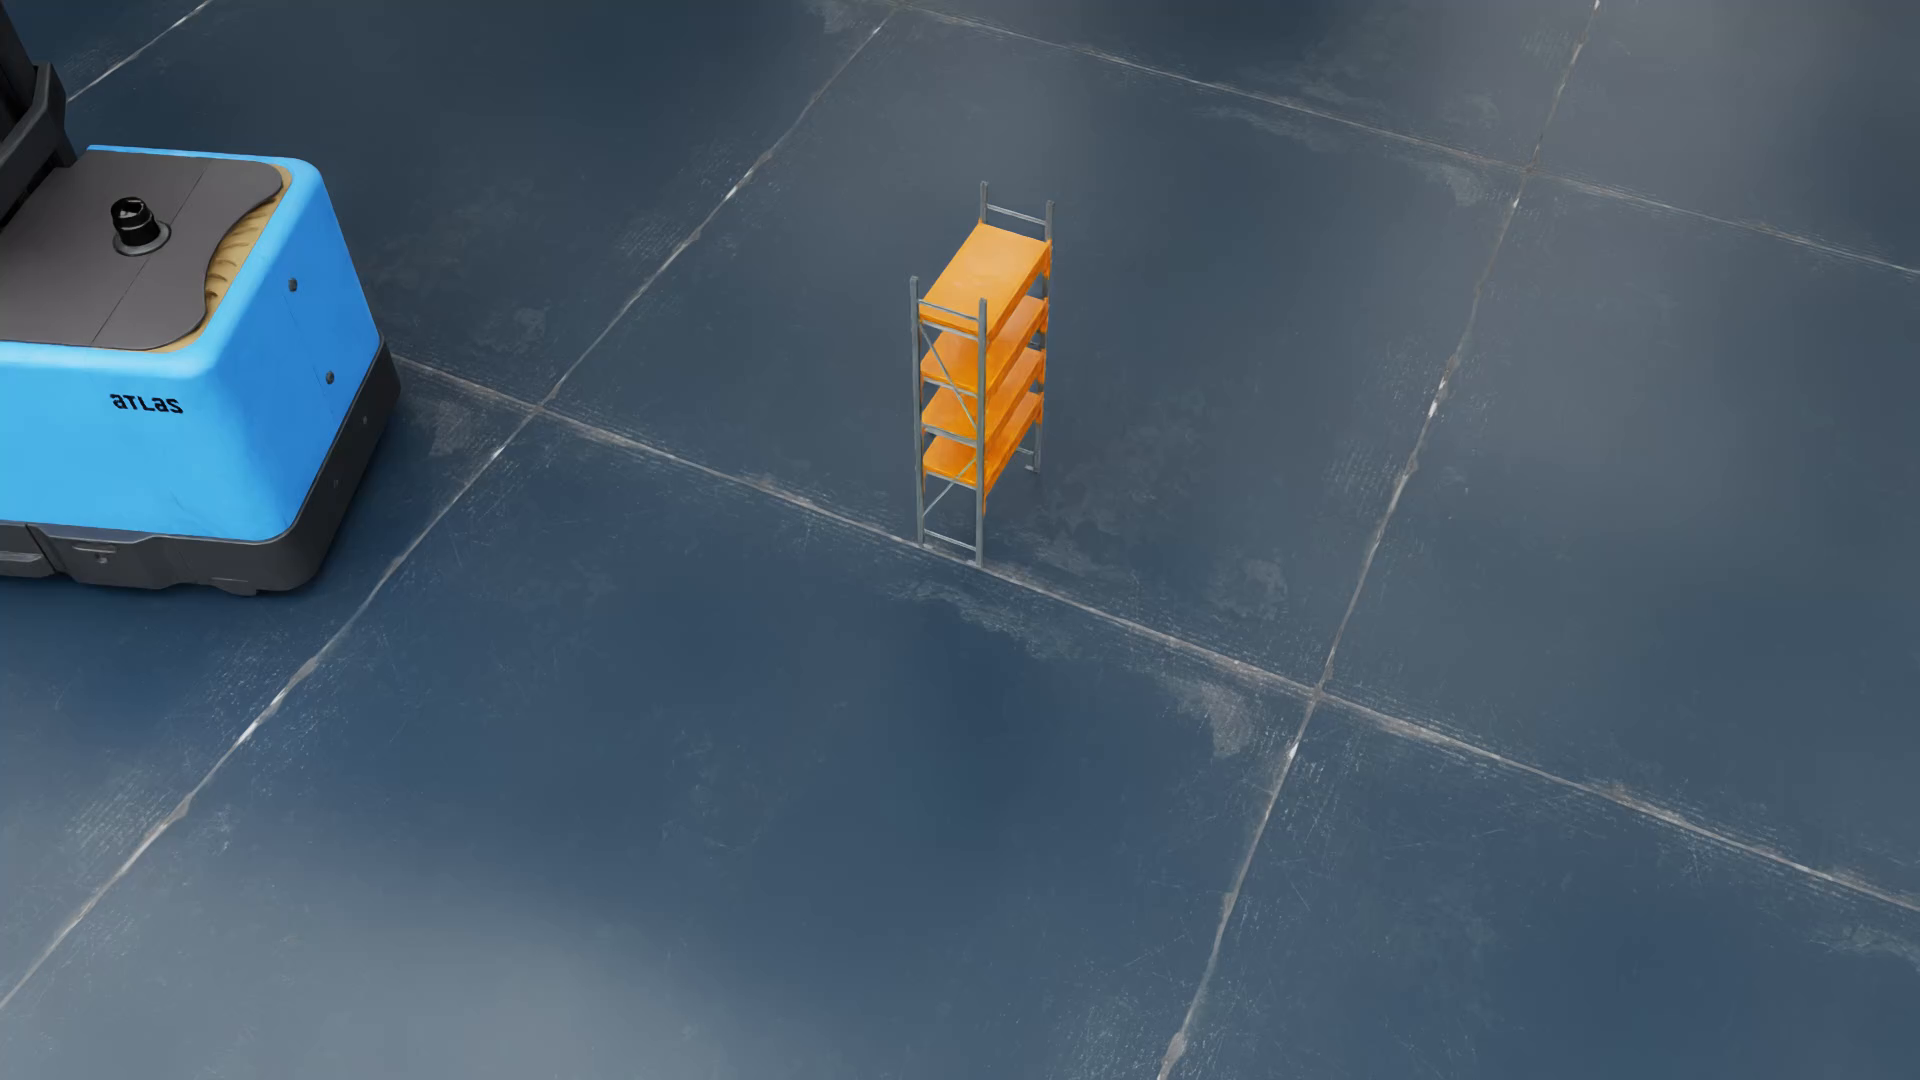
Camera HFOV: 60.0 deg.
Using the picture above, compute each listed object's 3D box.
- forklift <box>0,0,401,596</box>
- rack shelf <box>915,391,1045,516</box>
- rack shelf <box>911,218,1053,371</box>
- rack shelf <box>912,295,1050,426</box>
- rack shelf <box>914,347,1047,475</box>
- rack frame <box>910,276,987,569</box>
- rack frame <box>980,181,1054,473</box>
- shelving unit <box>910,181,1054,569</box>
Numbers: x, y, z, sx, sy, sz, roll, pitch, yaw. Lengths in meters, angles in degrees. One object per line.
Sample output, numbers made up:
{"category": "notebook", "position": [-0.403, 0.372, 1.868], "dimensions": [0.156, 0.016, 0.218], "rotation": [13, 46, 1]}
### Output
{"category": "forklift", "position": [-3.609, -1.247, 4.887], "dimensions": [3.031, 2.935, 1.130], "rotation": [5, 50, 4]}
{"category": "rack shelf", "position": [0.071, -0.331, 5.592], "dimensions": [0.258, 0.148, 0.480], "rotation": [20, 52, 16]}
{"category": "rack shelf", "position": [0.071, -0.757, 5.091], "dimensions": [0.258, 0.148, 0.480], "rotation": [20, 52, 16]}
{"category": "rack shelf", "position": [0.071, -0.604, 5.271], "dimensions": [0.258, 0.148, 0.480], "rotation": [20, 52, 16]}
{"category": "rack shelf", "position": [0.071, -0.459, 5.441], "dimensions": [0.258, 0.148, 0.480], "rotation": [20, 52, 16]}
{"category": "rack frame", "position": [-0.034, -0.335, 5.247], "dimensions": [0.240, 1.200, 0.015], "rotation": [20, 52, 16]}
{"category": "rack frame", "position": [0.175, -0.671, 5.533], "dimensions": [0.240, 1.200, 0.015], "rotation": [20, 52, 16]}
{"category": "shelving unit", "position": [0.071, -0.503, 5.390], "dimensions": [0.258, 1.200, 0.503], "rotation": [20, 52, 16]}
